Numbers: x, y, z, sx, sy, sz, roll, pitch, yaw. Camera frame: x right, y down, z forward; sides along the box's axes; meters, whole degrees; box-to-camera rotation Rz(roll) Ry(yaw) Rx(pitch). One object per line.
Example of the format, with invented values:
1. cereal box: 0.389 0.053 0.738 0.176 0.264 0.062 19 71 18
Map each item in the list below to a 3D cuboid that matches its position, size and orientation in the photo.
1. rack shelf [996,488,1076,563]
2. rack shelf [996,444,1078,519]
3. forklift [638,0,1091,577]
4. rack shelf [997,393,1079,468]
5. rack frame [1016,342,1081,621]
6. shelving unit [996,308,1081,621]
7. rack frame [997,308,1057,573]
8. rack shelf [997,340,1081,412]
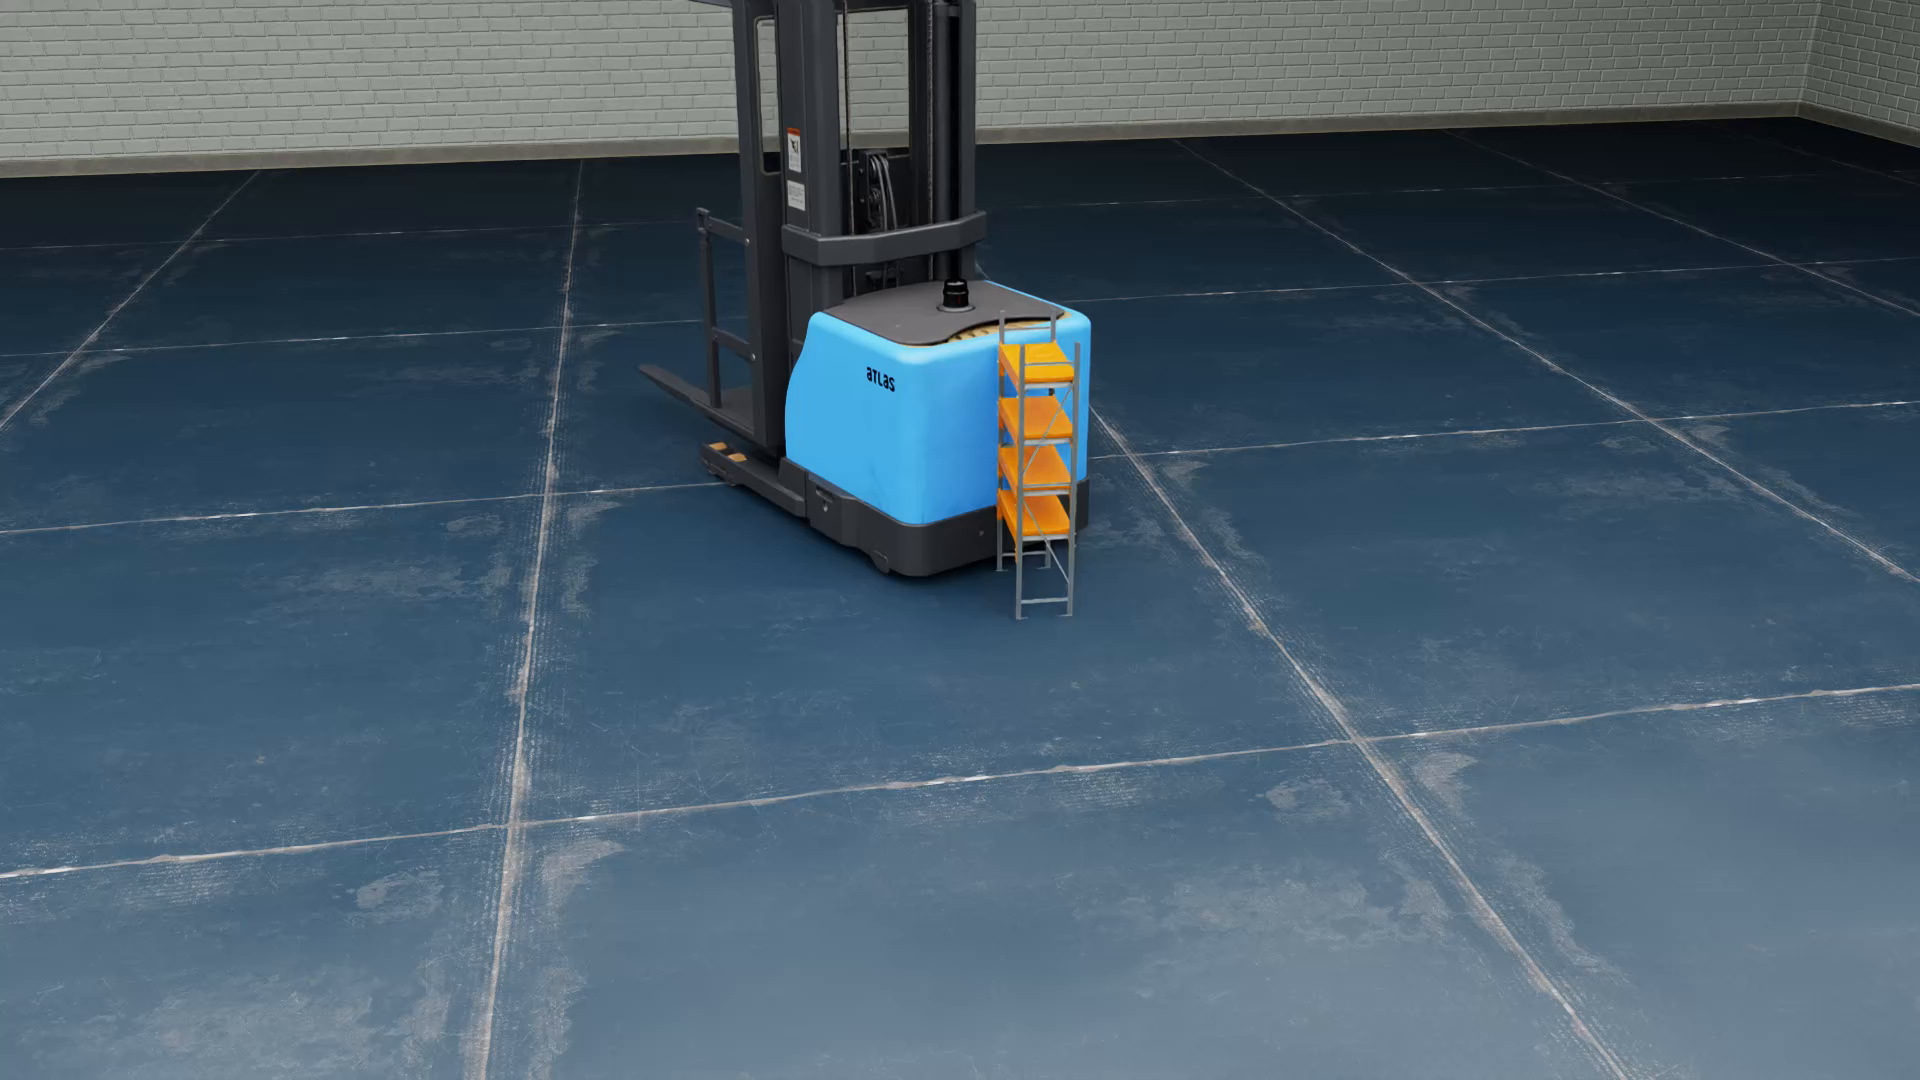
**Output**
1. rack shelf: 0.319 -0.074 7.084 0.258 0.148 0.480 -3 24 -7
2. rack shelf: 0.319 -0.256 7.004 0.258 0.148 0.480 -3 24 -7
3. forklift: -0.675 -1.715 8.014 1.130 2.935 3.031 -16 28 -33
4. rack shelf: 0.319 -0.461 6.915 0.258 0.148 0.480 -3 24 -7
5. rack frame: 0.354 -0.220 6.756 0.240 1.200 0.015 -3 24 -7
6. shelving unit: 0.319 -0.317 6.977 0.258 1.200 0.503 -3 24 -7
7. rack frame: 0.285 -0.414 7.198 0.240 1.200 0.015 -3 24 -7
8. rack shelf: 0.319 -0.677 6.820 0.258 0.148 0.480 -3 24 -7
